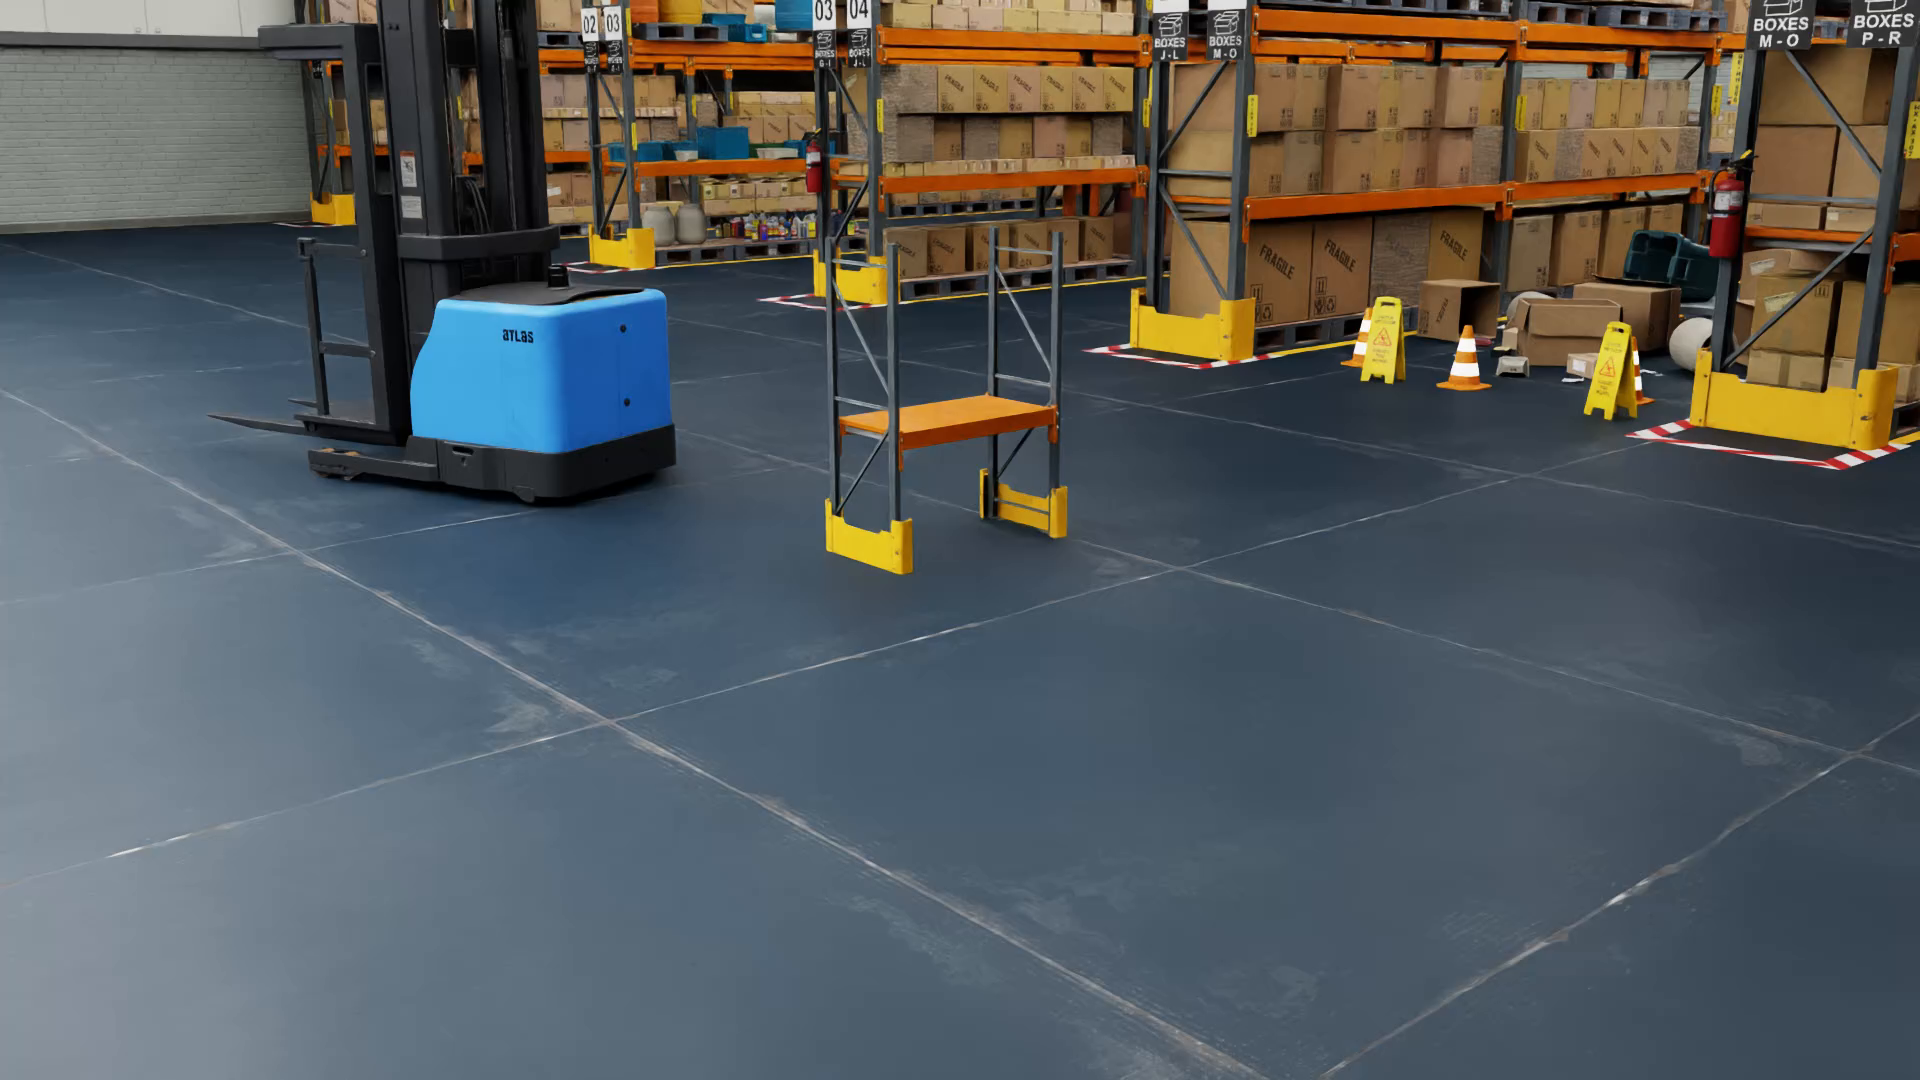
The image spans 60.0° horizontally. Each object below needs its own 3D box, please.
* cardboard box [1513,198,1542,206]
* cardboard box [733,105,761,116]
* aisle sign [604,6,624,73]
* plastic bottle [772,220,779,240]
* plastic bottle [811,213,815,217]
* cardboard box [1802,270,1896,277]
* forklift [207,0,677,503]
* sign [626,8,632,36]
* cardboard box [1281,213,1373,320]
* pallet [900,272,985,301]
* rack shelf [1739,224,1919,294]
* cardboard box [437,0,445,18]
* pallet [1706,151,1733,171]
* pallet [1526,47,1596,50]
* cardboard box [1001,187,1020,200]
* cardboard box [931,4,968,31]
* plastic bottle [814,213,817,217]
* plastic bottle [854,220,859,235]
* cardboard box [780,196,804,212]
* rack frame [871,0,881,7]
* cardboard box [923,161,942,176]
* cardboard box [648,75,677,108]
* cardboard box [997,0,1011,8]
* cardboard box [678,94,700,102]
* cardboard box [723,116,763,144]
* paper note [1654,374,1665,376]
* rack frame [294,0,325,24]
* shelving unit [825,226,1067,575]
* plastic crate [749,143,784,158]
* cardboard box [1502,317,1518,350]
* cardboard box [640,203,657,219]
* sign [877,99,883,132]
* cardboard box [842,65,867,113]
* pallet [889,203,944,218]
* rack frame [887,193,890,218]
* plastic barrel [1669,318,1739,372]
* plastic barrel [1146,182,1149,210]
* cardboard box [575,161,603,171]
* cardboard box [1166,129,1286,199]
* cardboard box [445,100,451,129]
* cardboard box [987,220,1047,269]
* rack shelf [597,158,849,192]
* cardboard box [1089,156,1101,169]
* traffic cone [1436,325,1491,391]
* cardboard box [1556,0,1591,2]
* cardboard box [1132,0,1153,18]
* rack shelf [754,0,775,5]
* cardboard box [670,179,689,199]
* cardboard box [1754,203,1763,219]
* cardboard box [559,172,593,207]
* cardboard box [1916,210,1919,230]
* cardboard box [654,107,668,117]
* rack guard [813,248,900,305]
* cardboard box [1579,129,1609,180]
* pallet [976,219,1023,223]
[{"bbox_3d":[8.422,-5.363,25.818,0.875,0.875,0.875,-13,19,-39],"label":"cardboard box"},{"bbox_3d":[-4.366,-8.540,33.599,0.500,0.500,0.500,-12,19,-38],"label":"cardboard box"},{"bbox_3d":[-4.294,-6.208,20.642,0.004,0.787,0.394,-13,19,-39],"label":"aisle sign"},{"bbox_3d":[-2.526,-4.237,22.736,0.097,0.271,0.097,0,15,0],"label":"plastic bottle"},{"bbox_3d":[-2.169,-4.567,23.961,0.135,0.276,0.152,-12,19,-37],"label":"plastic bottle"},{"bbox_3d":[6.149,-1.640,11.640,0.500,0.500,0.500,-12,19,-37],"label":"cardboard box"},{"bbox_3d":[-3.183,-1.867,9.559,3.031,2.935,1.130,8,17,28],"label":"forklift"},{"bbox_3d":[-4.074,-6.367,20.445,0.005,0.325,0.100,-13,19,-39],"label":"sign"},{"bbox_3d":[3.129,-2.528,15.206,0.875,0.875,0.875,-13,20,-40],"label":"cardboard box"},{"bbox_3d":[-0.487,-2.854,18.525,1.213,0.211,1.003,-13,19,-39],"label":"pallet"},{"bbox_3d":[6.833,-2.119,11.766,4.000,0.370,1.077,-13,19,-39],"label":"rack shelf"},{"bbox_3d":[-8.912,-9.295,29.253,0.500,0.500,0.500,-14,20,-41],"label":"cardboard box"},{"bbox_3d":[8.502,-4.479,19.576,1.003,0.211,1.213,-13,19,-39],"label":"pallet"},{"bbox_3d":[9.416,-7.839,26.143,1.213,0.211,1.003,-13,19,-39],"label":"pallet"},{"bbox_3d":[0.809,-6.803,31.897,0.500,0.500,0.500,-13,19,-39],"label":"cardboard box"},{"bbox_3d":[-0.263,-5.554,17.708,0.500,0.250,0.500,-13,20,-41],"label":"cardboard box"},{"bbox_3d":[-2.098,-4.550,23.883,0.133,0.283,0.061,-13,19,-39],"label":"plastic bottle"},{"bbox_3d":[-1.484,-4.438,23.621,0.097,0.201,0.097,0,15,0],"label":"plastic bottle"},{"bbox_3d":[-3.037,-5.819,28.738,0.500,0.250,0.500,-12,19,-38],"label":"cardboard box"},{"bbox_3d":[-1.181,-6.956,16.853,0.127,3.000,1.000,-13,19,-39],"label":"rack frame"},{"bbox_3d":[-0.410,-4.016,17.959,0.250,0.149,0.380,-13,19,-39],"label":"cardboard box"},{"bbox_3d":[-4.994,-7.263,26.920,0.500,0.500,0.700,-13,19,-39],"label":"cardboard box"},{"bbox_3d":[0.340,-5.893,18.206,0.250,0.149,0.380,-13,20,-40],"label":"cardboard box"},{"bbox_3d":[-5.374,-8.758,32.922,0.380,0.149,0.250,12,19,38],"label":"cardboard box"},{"bbox_3d":[-3.676,-6.929,28.183,0.500,0.500,0.500,-11,18,-35],"label":"cardboard box"},{"bbox_3d":[5.504,-1.299,13.093,0.123,0.001,0.032,-13,19,-39],"label":"paper note"},{"bbox_3d":[-10.935,-9.849,27.683,0.127,3.000,1.000,-13,19,-39],"label":"rack frame"},{"bbox_3d":[-0.058,-0.712,8.008,1.083,1.500,0.587,-13,19,-39],"label":"shelving unit"},{"bbox_3d":[-2.624,-5.422,23.146,0.662,0.188,0.450,-13,19,-39],"label":"plastic crate"},{"bbox_3d":[4.929,-1.782,14.405,0.258,0.266,0.396,-9,17,-30],"label":"cardboard box"},{"bbox_3d":[-5.253,-5.335,26.924,0.500,0.250,0.500,-13,19,-39],"label":"cardboard box"},{"bbox_3d":[-0.825,-4.370,17.120,0.005,0.325,0.100,-13,19,-39],"label":"sign"},{"bbox_3d":[-0.928,-4.874,17.976,0.500,0.500,0.500,-13,19,-39],"label":"cardboard box"},{"bbox_3d":[-1.058,-6.114,30.729,1.213,0.211,1.003,-13,19,-39],"label":"pallet"},{"bbox_3d":[-1.646,-7.342,29.923,0.127,3.000,1.000,-13,19,-39],"label":"rack frame"},{"bbox_3d":[5.889,-1.528,13.150,0.421,0.421,0.512,0,15,-1],"label":"plastic barrel"},{"bbox_3d":[3.180,-5.768,28.040,0.421,0.512,0.421,0,15,0],"label":"plastic barrel"},{"bbox_3d":[-7.044,-7.198,31.924,0.500,0.250,0.500,-13,20,-41],"label":"cardboard box"},{"bbox_3d":[2.249,-3.219,14.197,0.550,0.550,0.875,-13,19,-39],"label":"cardboard box"},{"bbox_3d":[-9.223,-7.530,29.427,0.500,0.500,0.500,-12,19,-38],"label":"cardboard box"},{"bbox_3d":[0.665,-3.451,19.388,0.500,0.500,0.500,14,20,42],"label":"cardboard box"},{"bbox_3d":[-2.923,-5.013,22.598,4.000,0.370,1.077,-13,19,-39],"label":"rack shelf"},{"bbox_3d":[1.445,-4.449,19.579,0.250,0.149,0.380,-13,19,-39],"label":"cardboard box"},{"bbox_3d":[3.817,-1.385,12.538,0.334,0.463,0.336,-13,19,-39],"label":"traffic cone"},{"bbox_3d":[6.244,-5.518,16.762,0.250,0.149,0.380,-13,19,-39],"label":"cardboard box"},{"bbox_3d":[2.256,-6.497,19.935,0.637,0.503,0.797,-14,20,-42],"label":"cardboard box"},{"bbox_3d":[-3.392,-11.002,34.170,4.000,0.370,1.077,-13,19,-39],"label":"rack shelf"},{"bbox_3d":[-4.546,-5.934,28.080,0.500,0.311,0.500,-13,19,-39],"label":"cardboard box"},{"bbox_3d":[9.477,-4.024,20.080,0.500,0.250,0.500,-12,19,-39],"label":"cardboard box"},{"bbox_3d":[-5.997,-5.524,26.181,0.500,0.500,0.500,-13,19,-39],"label":"cardboard box"},{"bbox_3d":[6.151,-2.099,10.781,0.250,0.149,0.380,-13,20,-41],"label":"cardboard box"},{"bbox_3d":[-4.916,-6.897,26.806,0.250,0.149,0.380,-13,20,-41],"label":"cardboard box"},{"bbox_3d":[-1.124,-2.863,17.998,0.348,0.500,1.175,-13,19,-39],"label":"rack guard"},{"bbox_3d":[6.349,-4.007,17.245,0.500,0.500,0.500,-13,20,-40],"label":"cardboard box"},{"bbox_3d":[0.993,-4.906,26.207,1.213,0.211,1.003,-13,19,-39],"label":"pallet"}]
